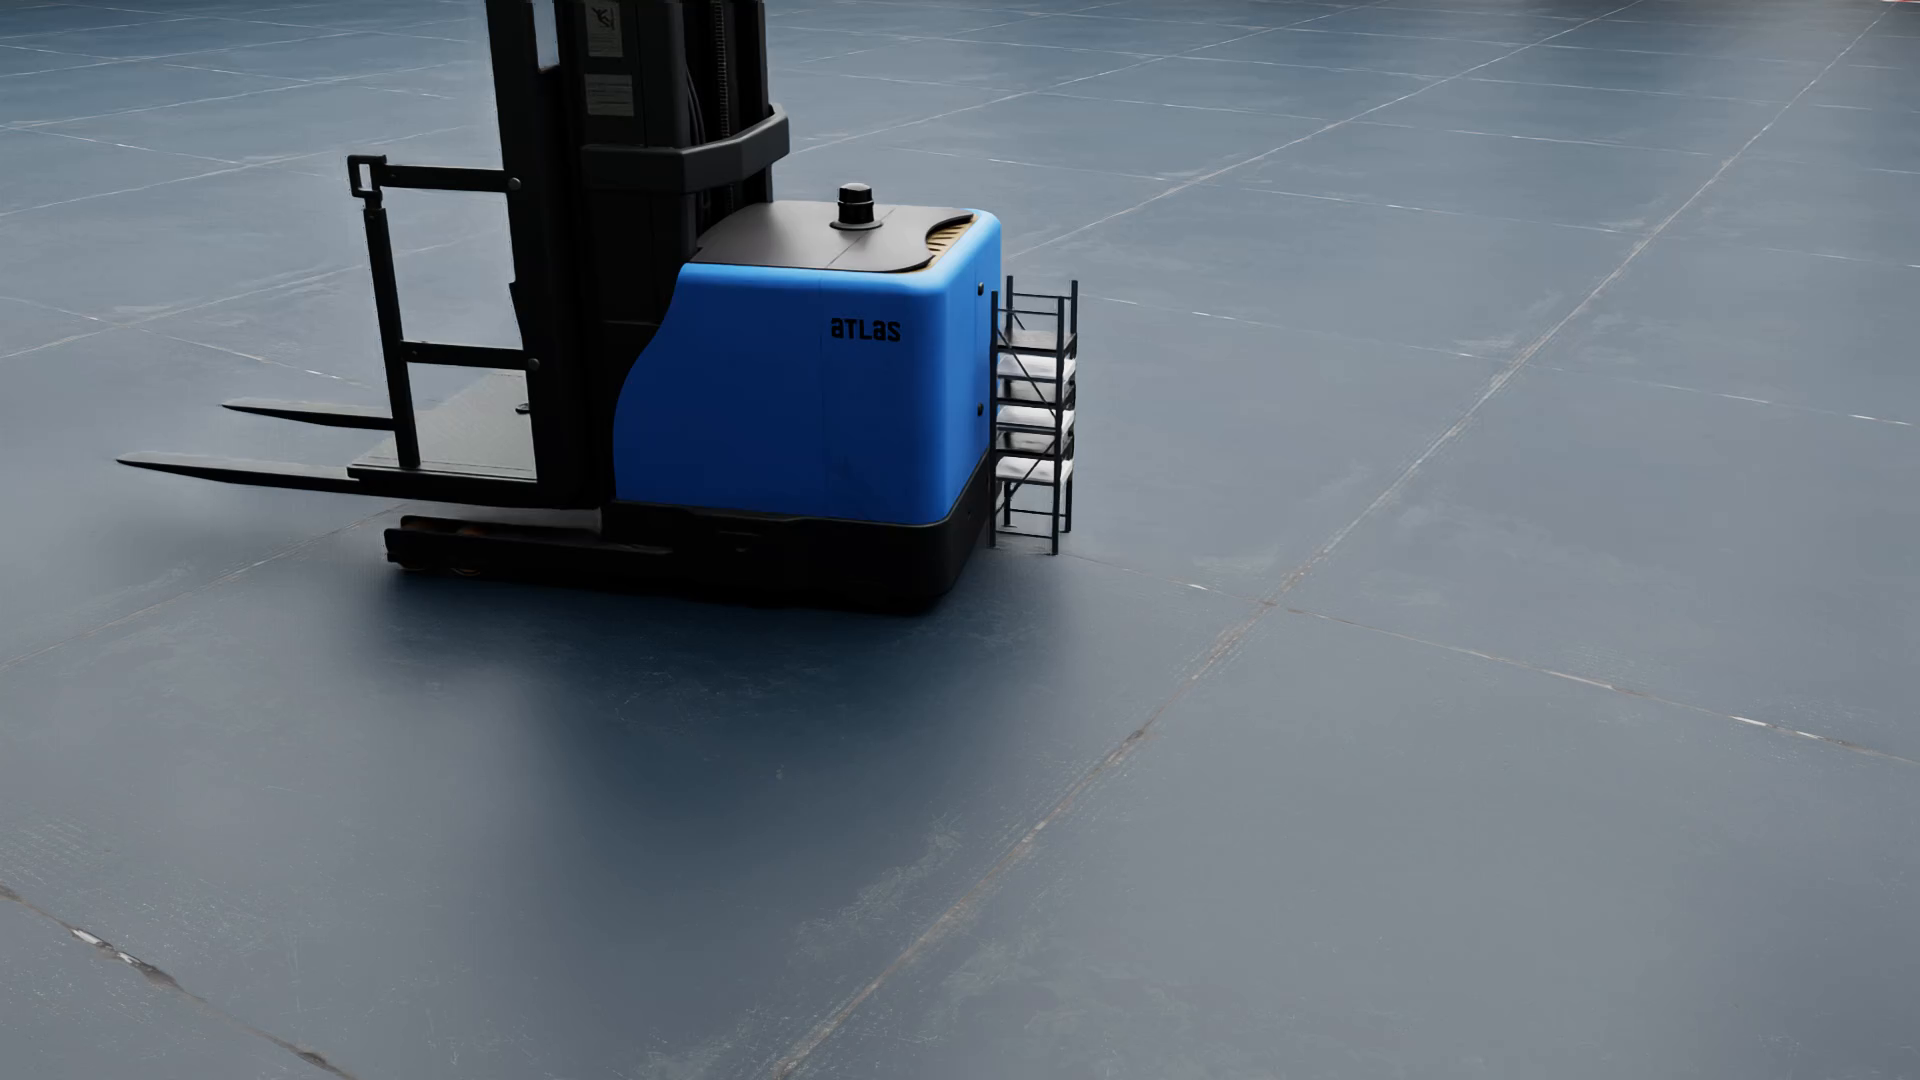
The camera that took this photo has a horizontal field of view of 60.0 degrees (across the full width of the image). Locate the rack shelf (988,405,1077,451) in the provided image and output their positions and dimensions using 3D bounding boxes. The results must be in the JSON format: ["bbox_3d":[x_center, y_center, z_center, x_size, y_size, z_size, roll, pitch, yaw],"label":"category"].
[{"bbox_3d":[0.243,-0.382,5.583,0.258,0.077,0.200,6,24,14],"label":"rack shelf"}]

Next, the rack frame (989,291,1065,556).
[{"bbox_3d":[0.216,-0.373,5.479,0.240,0.900,0.006,6,24,14],"label":"rack frame"}]

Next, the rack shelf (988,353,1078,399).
[{"bbox_3d":[0.243,-0.547,5.511,0.258,0.077,0.200,6,24,14],"label":"rack shelf"}]

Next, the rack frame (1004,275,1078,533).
[{"bbox_3d":[0.271,-0.451,5.659,0.240,0.900,0.006,6,24,14],"label":"rack frame"}]

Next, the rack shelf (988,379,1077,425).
[{"bbox_3d":[0.243,-0.464,5.547,0.258,0.077,0.200,6,24,14],"label":"rack shelf"}]

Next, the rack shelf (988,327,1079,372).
[{"bbox_3d":[0.243,-0.629,5.475,0.258,0.077,0.200,6,24,14],"label":"rack shelf"}]

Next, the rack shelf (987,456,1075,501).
[{"bbox_3d":[0.243,-0.216,5.654,0.258,0.077,0.200,6,24,14],"label":"rack shelf"}]

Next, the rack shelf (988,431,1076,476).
[{"bbox_3d":[0.243,-0.299,5.618,0.258,0.077,0.200,6,24,14],"label":"rack shelf"}]

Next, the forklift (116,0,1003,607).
[{"bbox_3d":[-1.419,-1.423,5.348,3.031,2.935,1.130,5,24,11],"label":"forklift"}]

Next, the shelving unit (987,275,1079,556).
[{"bbox_3d":[0.243,-0.412,5.569,0.258,0.900,0.210,6,24,14],"label":"shelving unit"}]
